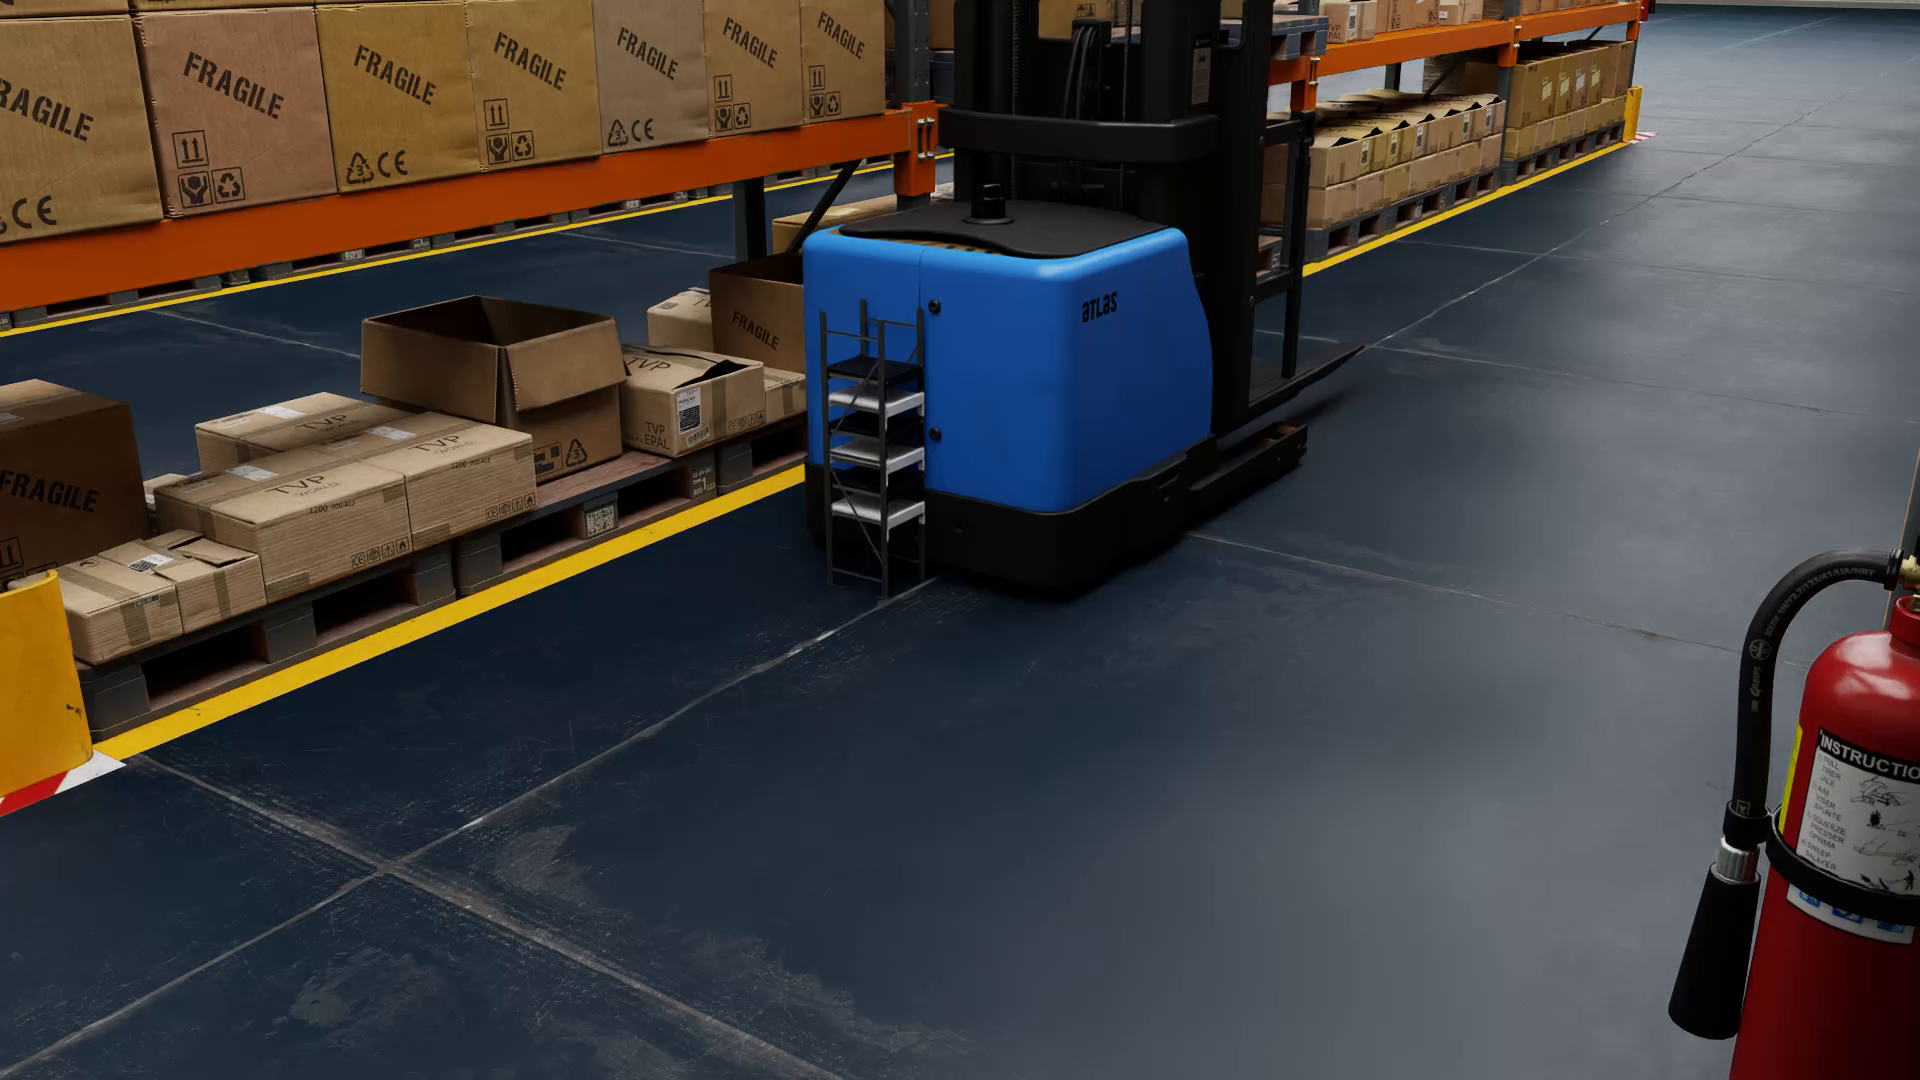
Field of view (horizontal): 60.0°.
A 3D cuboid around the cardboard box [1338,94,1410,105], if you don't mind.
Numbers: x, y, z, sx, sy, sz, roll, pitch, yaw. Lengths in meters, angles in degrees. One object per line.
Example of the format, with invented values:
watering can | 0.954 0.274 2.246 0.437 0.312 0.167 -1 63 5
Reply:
cardboard box | 3.204 -3.296 12.901 0.500 0.311 0.500 13 24 31

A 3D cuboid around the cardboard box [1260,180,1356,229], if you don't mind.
cardboard box | 2.217 -2.191 10.721 0.500 0.250 0.500 13 24 32

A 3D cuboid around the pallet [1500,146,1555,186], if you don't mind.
pallet | 4.410 -3.250 14.247 1.003 0.211 1.213 13 24 32

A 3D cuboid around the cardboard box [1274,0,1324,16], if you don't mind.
cardboard box | 1.920 -3.244 10.340 0.500 0.311 0.500 15 25 35

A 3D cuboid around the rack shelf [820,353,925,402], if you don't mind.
rack shelf | -0.270 -0.504 5.149 0.258 0.077 0.200 13 24 31

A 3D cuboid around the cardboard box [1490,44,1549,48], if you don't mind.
cardboard box | 5.141 -4.344 15.463 0.500 0.500 0.500 13 24 32

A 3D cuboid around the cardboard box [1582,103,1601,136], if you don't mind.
cardboard box | 5.569 -3.892 15.321 0.500 0.250 0.500 13 24 32

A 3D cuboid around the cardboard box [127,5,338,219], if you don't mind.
cardboard box | -2.064 -1.167 4.451 0.500 0.500 0.500 13 24 31

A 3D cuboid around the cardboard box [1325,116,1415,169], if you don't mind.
cardboard box | 2.794 -2.752 11.430 0.500 0.311 0.500 13 24 30

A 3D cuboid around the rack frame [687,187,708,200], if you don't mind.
rack frame | -2.415 -4.157 12.680 1.000 3.000 0.127 13 24 32

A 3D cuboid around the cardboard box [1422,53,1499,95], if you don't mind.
cardboard box | 4.299 -3.914 14.299 0.500 0.500 0.500 13 24 32

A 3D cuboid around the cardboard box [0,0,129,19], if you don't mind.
cardboard box | -2.350 -1.487 3.875 0.500 0.500 0.500 14 25 33

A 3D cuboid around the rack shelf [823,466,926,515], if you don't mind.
rack shelf | -0.270 -0.167 5.274 0.258 0.077 0.200 13 24 31

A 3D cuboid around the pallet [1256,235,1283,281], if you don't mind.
pallet | 1.229 -1.675 9.990 1.003 0.211 1.213 13 24 32

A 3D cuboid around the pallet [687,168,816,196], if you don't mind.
pallet | -1.947 -3.064 13.744 1.003 0.211 1.213 13 24 32

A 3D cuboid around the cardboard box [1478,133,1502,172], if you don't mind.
cardboard box | 3.935 -3.070 13.098 0.500 0.250 0.500 13 24 31

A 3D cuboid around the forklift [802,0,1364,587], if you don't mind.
forklift | 0.712 -1.685 6.095 1.130 2.935 3.031 13 24 31

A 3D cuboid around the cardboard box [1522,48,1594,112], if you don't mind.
cardboard box | 5.289 -4.100 14.802 0.500 0.500 0.500 13 24 32

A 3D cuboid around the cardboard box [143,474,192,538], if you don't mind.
cardboard box | -2.413 -0.075 5.094 0.380 0.166 0.250 13 24 32

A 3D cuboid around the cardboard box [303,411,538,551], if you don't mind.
cardboard box | -1.715 -0.199 5.309 0.500 0.250 0.500 13 24 32

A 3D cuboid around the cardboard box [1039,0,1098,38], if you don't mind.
cardboard box | 0.217 -2.588 7.689 0.700 0.500 0.500 18 27 40

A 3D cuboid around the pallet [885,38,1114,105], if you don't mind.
pallet | -0.029 -2.160 7.559 1.003 0.211 1.213 13 24 32

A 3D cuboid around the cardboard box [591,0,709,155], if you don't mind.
cardboard box | -1.213 -1.600 5.622 0.500 0.500 0.500 14 24 33

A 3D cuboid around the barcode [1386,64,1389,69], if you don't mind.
barcode | 3.440 -3.830 13.381 0.001 0.075 0.075 13 24 32

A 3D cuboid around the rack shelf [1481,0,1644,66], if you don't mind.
rack shelf | 5.053 -4.574 14.845 1.077 0.370 4.000 13 24 32

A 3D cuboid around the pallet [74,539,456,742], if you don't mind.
pallet | -2.327 0.162 5.022 1.003 0.211 1.213 13 24 32

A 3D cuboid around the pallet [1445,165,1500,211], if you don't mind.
pallet | 3.546 -2.811 13.060 1.003 0.211 1.213 13 24 32

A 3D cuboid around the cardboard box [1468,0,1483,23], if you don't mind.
cardboard box | 3.688 -4.118 12.789 0.500 0.250 0.500 15 25 35

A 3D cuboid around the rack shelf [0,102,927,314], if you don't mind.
rack shelf | -1.693 -1.131 5.536 1.077 0.370 4.000 13 24 32

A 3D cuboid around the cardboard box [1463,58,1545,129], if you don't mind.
cardboard box | 4.448 -3.669 13.637 0.500 0.500 0.500 13 24 32

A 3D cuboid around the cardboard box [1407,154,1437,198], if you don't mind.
cardboard box | 3.075 -2.632 11.916 0.500 0.250 0.500 14 24 33

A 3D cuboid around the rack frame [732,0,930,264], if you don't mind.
rack frame | -0.569 -2.042 6.963 1.000 3.000 0.127 13 24 32

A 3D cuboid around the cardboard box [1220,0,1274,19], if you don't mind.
cardboard box | 1.419 -3.231 9.428 0.700 0.500 0.500 5 21 14

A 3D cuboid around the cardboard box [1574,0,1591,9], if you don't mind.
cardboard box | 5.329 -5.108 15.106 0.700 0.500 0.500 13 24 32

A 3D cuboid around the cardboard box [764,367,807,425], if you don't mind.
cardboard box | -0.816 -0.574 6.467 0.380 0.149 0.250 13 24 32

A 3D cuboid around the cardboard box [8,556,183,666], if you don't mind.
cardboard box | -2.298 0.183 4.422 0.380 0.149 0.250 13 24 32

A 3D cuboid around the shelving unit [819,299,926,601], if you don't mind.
shelving unit | -0.270 -0.282 5.231 0.258 0.900 0.210 13 24 31

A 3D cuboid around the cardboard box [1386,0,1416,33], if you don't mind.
cardboard box | 2.905 -3.873 11.767 0.500 0.500 0.500 13 24 32

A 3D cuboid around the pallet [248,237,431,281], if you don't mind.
pallet | -4.195 -1.915 10.638 1.003 0.211 1.213 13 24 32

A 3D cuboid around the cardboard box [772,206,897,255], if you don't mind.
cardboard box | -0.529 -1.274 7.854 0.500 0.500 0.500 13 24 32

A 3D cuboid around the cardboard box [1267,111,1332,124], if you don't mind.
cardboard box | 2.343 -2.854 11.705 0.500 0.311 0.500 13 24 31

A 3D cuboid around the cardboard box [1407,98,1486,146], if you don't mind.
cardboard box | 3.650 -3.186 12.603 0.500 0.311 0.500 14 25 33

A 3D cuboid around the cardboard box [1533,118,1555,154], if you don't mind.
cardboard box | 4.725 -3.462 14.158 0.500 0.250 0.500 13 24 32

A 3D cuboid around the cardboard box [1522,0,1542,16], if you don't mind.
cardboard box | 4.464 -4.666 13.911 0.700 0.500 0.500 13 24 31
